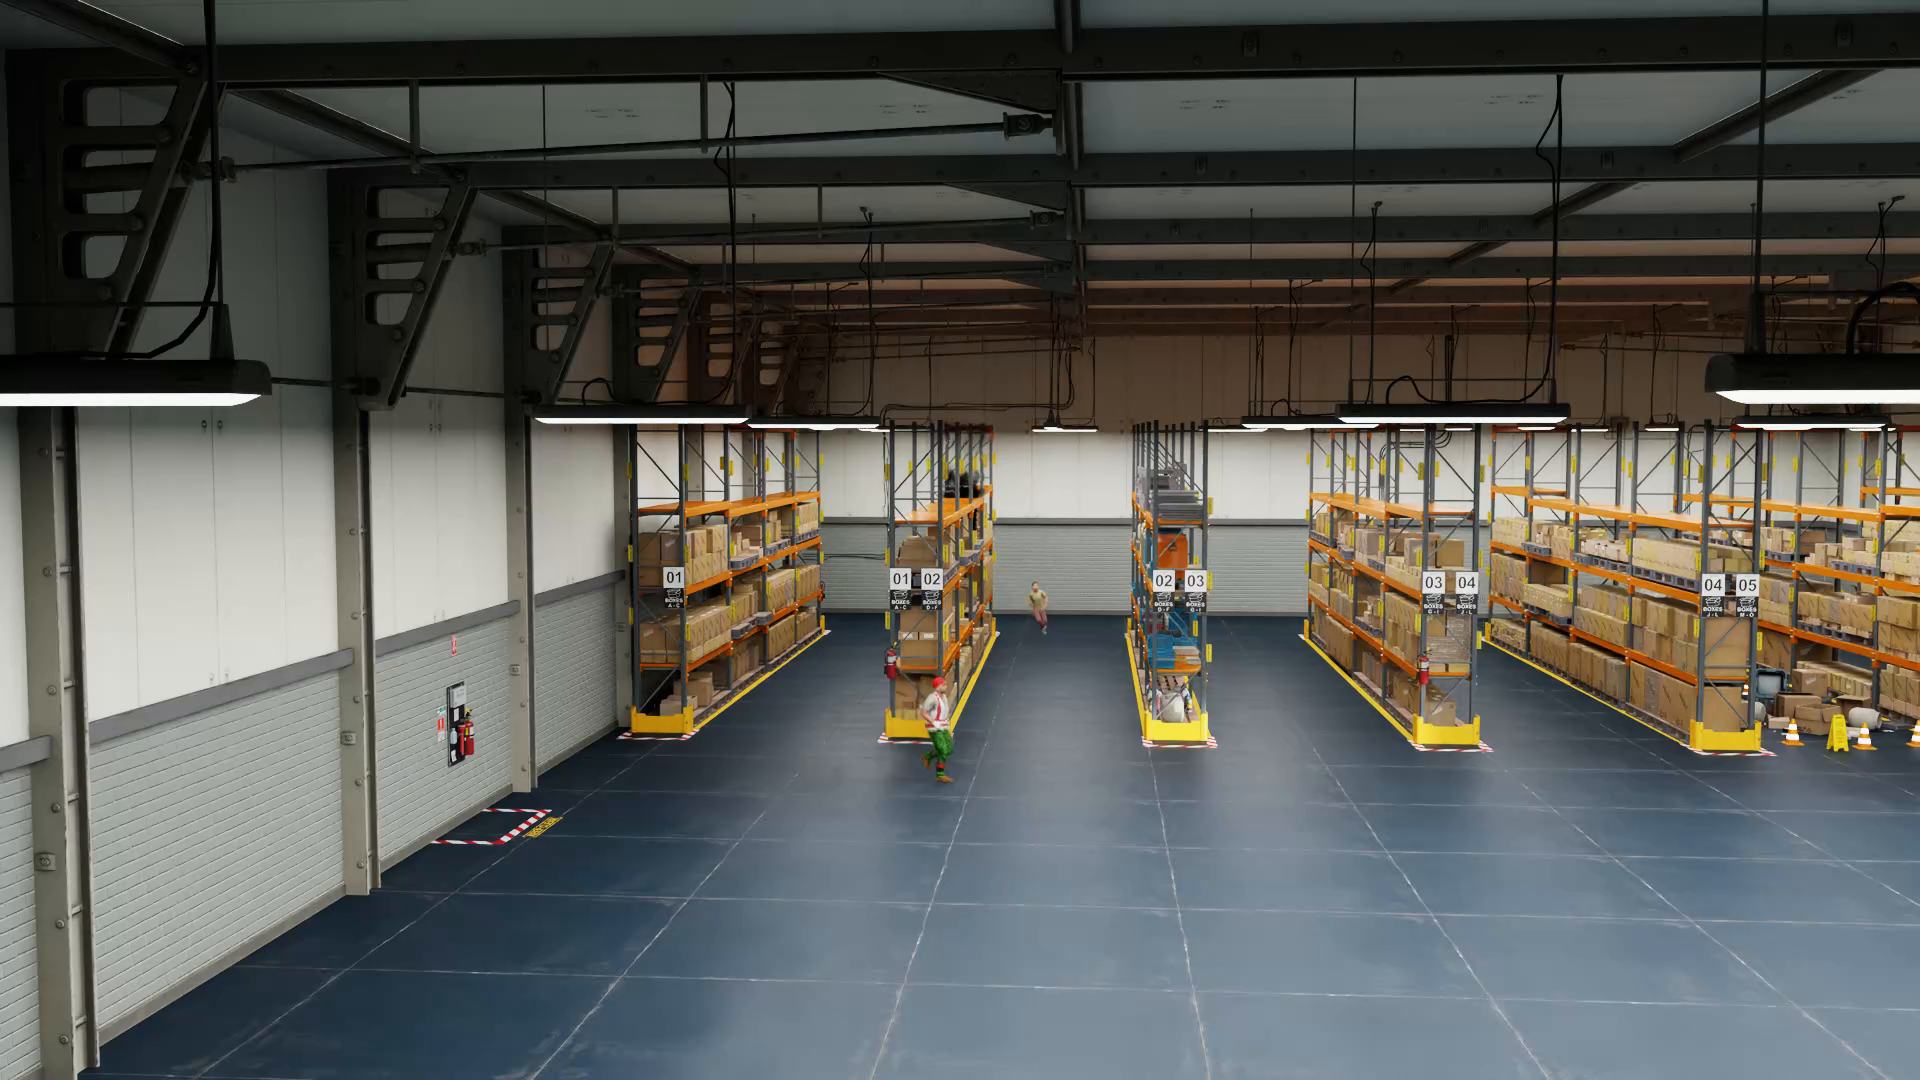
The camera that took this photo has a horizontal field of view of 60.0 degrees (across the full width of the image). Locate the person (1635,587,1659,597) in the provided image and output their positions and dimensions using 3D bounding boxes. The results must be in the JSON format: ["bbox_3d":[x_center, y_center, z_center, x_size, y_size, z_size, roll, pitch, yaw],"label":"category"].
[{"bbox_3d":[19.439,1.851,47.248,0.777,1.826,0.685,0,4,-1],"label":"person"}]

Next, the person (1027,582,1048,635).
[{"bbox_3d":[2.180,1.934,46.698,0.588,1.511,0.621,0,4,-2],"label":"person"}]

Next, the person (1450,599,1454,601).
[{"bbox_3d":[13.452,1.989,46.478,0.656,1.585,0.913,2,4,31],"label":"person"}]

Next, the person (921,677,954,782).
[{"bbox_3d":[-0.423,3.120,27.459,0.593,1.740,0.678,2,4,31],"label":"person"}]
